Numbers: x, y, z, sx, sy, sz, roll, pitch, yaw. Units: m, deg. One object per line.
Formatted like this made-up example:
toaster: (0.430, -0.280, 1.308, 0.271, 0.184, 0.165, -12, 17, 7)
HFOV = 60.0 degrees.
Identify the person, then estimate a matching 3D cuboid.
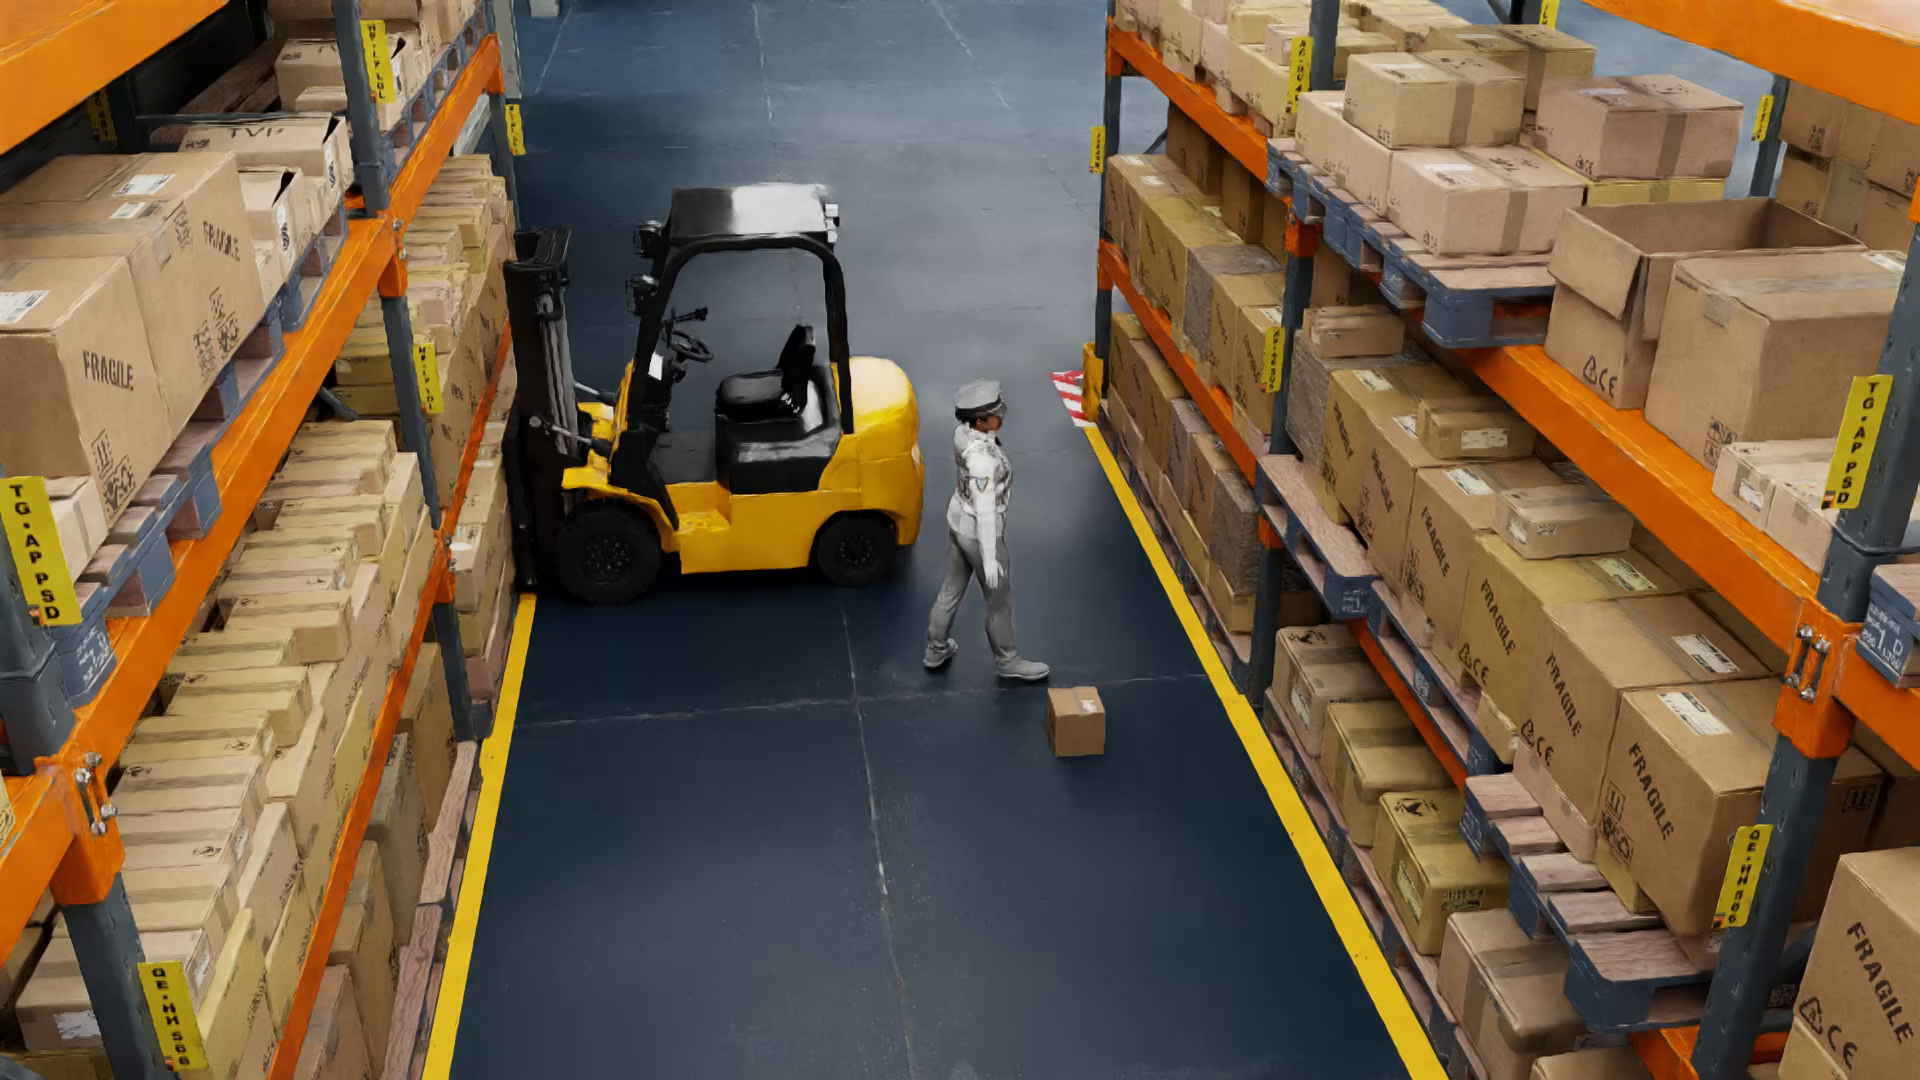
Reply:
person: (0.149, -0.025, 8.622, 0.635, 1.660, 0.680, -7, 28, -14)
